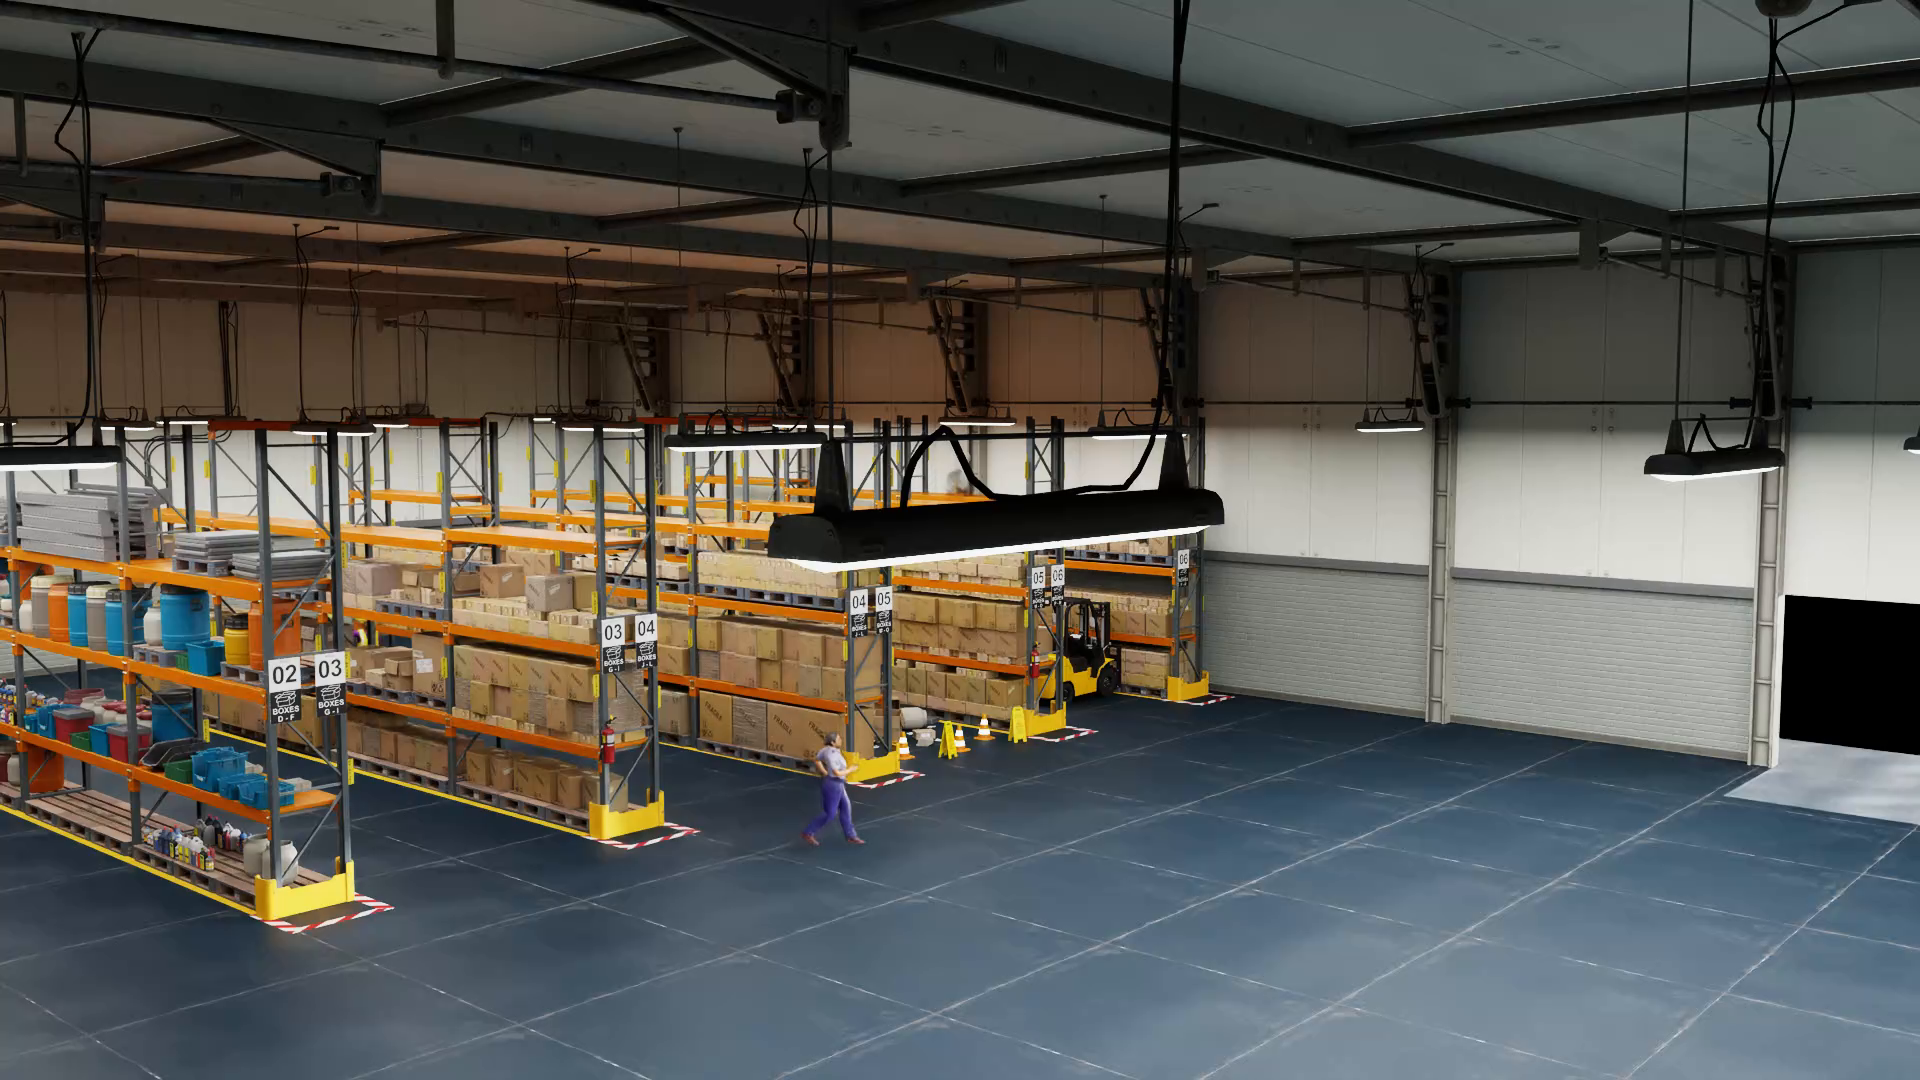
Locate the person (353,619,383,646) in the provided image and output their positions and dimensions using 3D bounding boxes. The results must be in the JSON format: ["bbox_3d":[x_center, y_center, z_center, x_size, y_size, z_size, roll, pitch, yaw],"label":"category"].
[{"bbox_3d":[-12.619,2.503,35.414,0.974,1.776,0.699,4,7,43],"label":"person"}]

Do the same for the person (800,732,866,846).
[{"bbox_3d":[-1.807,3.534,23.594,0.944,1.644,0.622,-1,5,-9],"label":"person"}]
